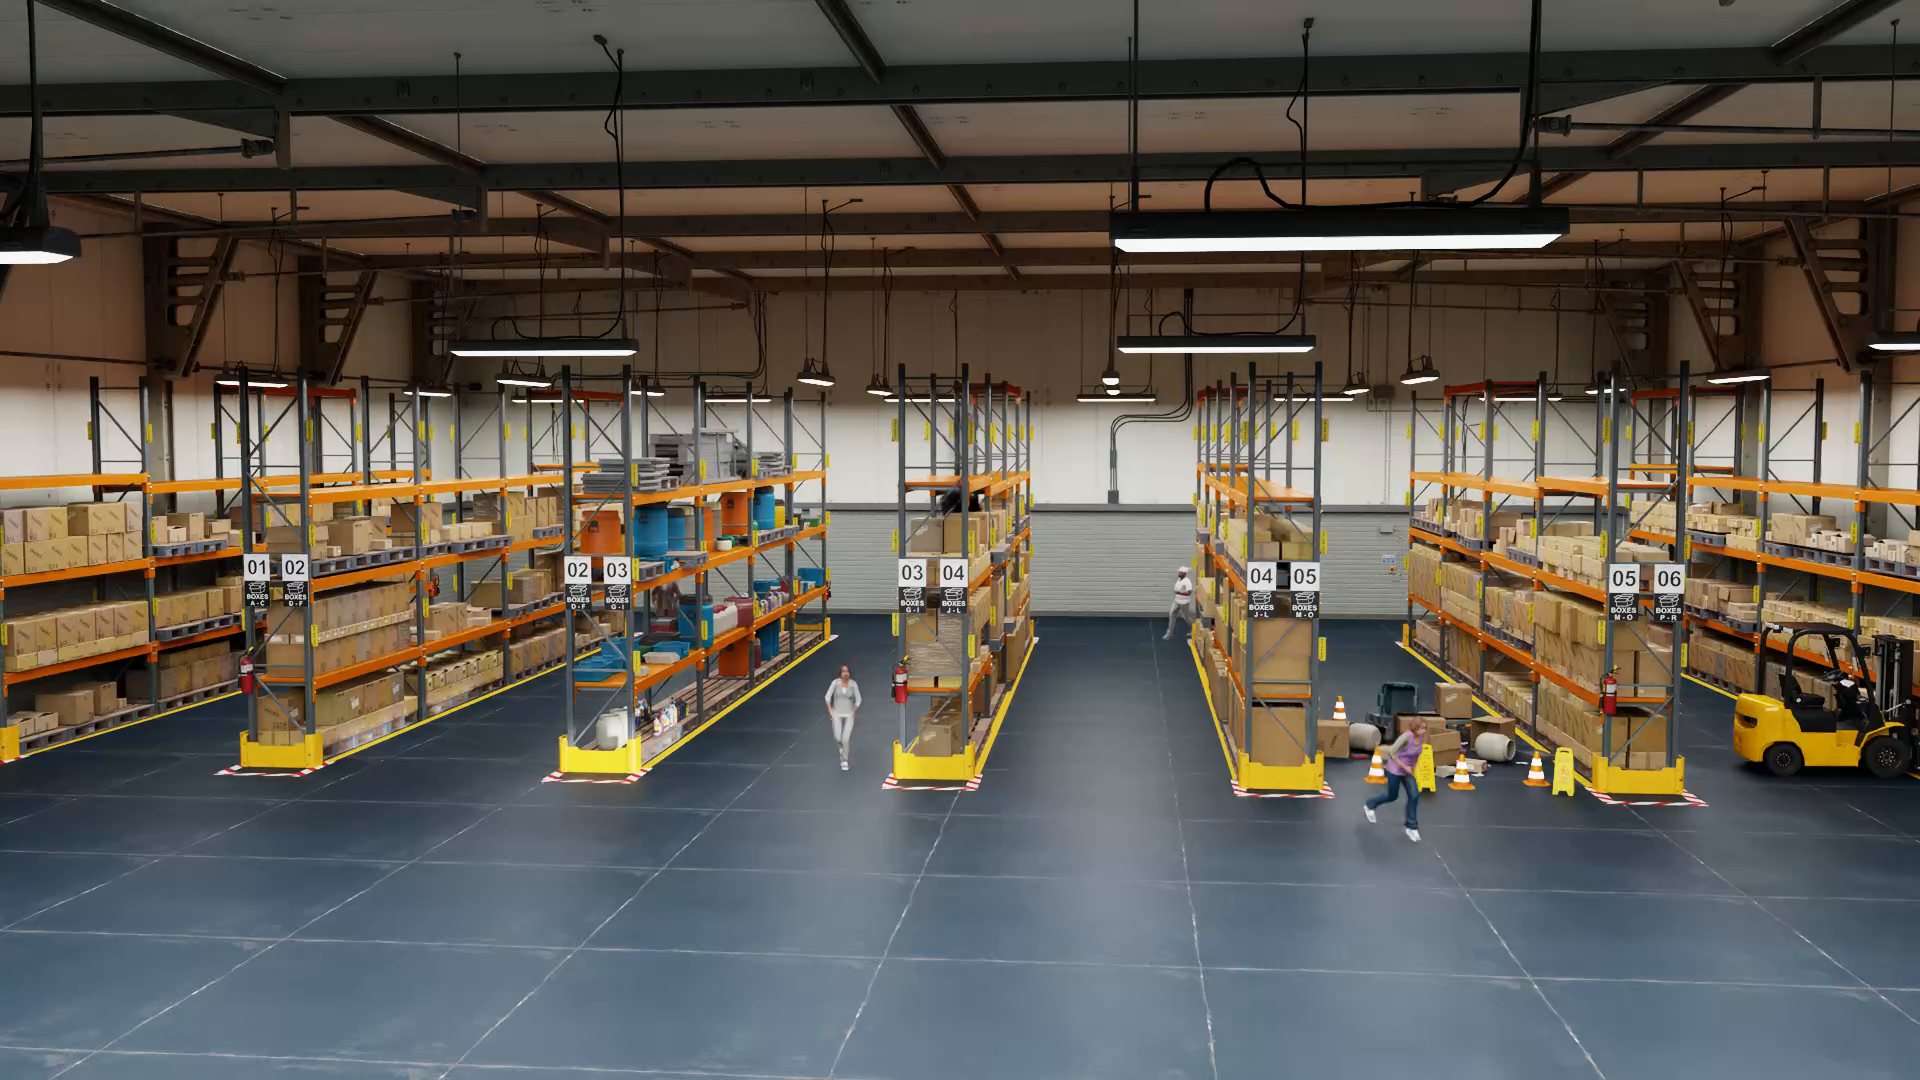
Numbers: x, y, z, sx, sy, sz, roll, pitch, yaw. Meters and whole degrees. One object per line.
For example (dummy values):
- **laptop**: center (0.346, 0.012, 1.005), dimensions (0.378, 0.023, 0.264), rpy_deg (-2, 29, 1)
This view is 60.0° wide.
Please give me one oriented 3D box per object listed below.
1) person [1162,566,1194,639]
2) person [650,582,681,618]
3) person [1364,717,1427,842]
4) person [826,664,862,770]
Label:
- **person**: center (5.407, 1.528, 40.262), dimensions (0.916, 1.785, 0.723), rpy_deg (-1, 4, -21)
- **person**: center (-6.972, 1.612, 39.334), dimensions (0.723, 1.748, 0.647), rpy_deg (0, 4, -1)
- **person**: center (5.433, 2.928, 20.755), dimensions (0.571, 1.547, 0.915), rpy_deg (-3, 5, -39)
- **person**: center (-1.741, 2.637, 24.858), dimensions (0.538, 1.566, 0.500), rpy_deg (0, 4, -3)
